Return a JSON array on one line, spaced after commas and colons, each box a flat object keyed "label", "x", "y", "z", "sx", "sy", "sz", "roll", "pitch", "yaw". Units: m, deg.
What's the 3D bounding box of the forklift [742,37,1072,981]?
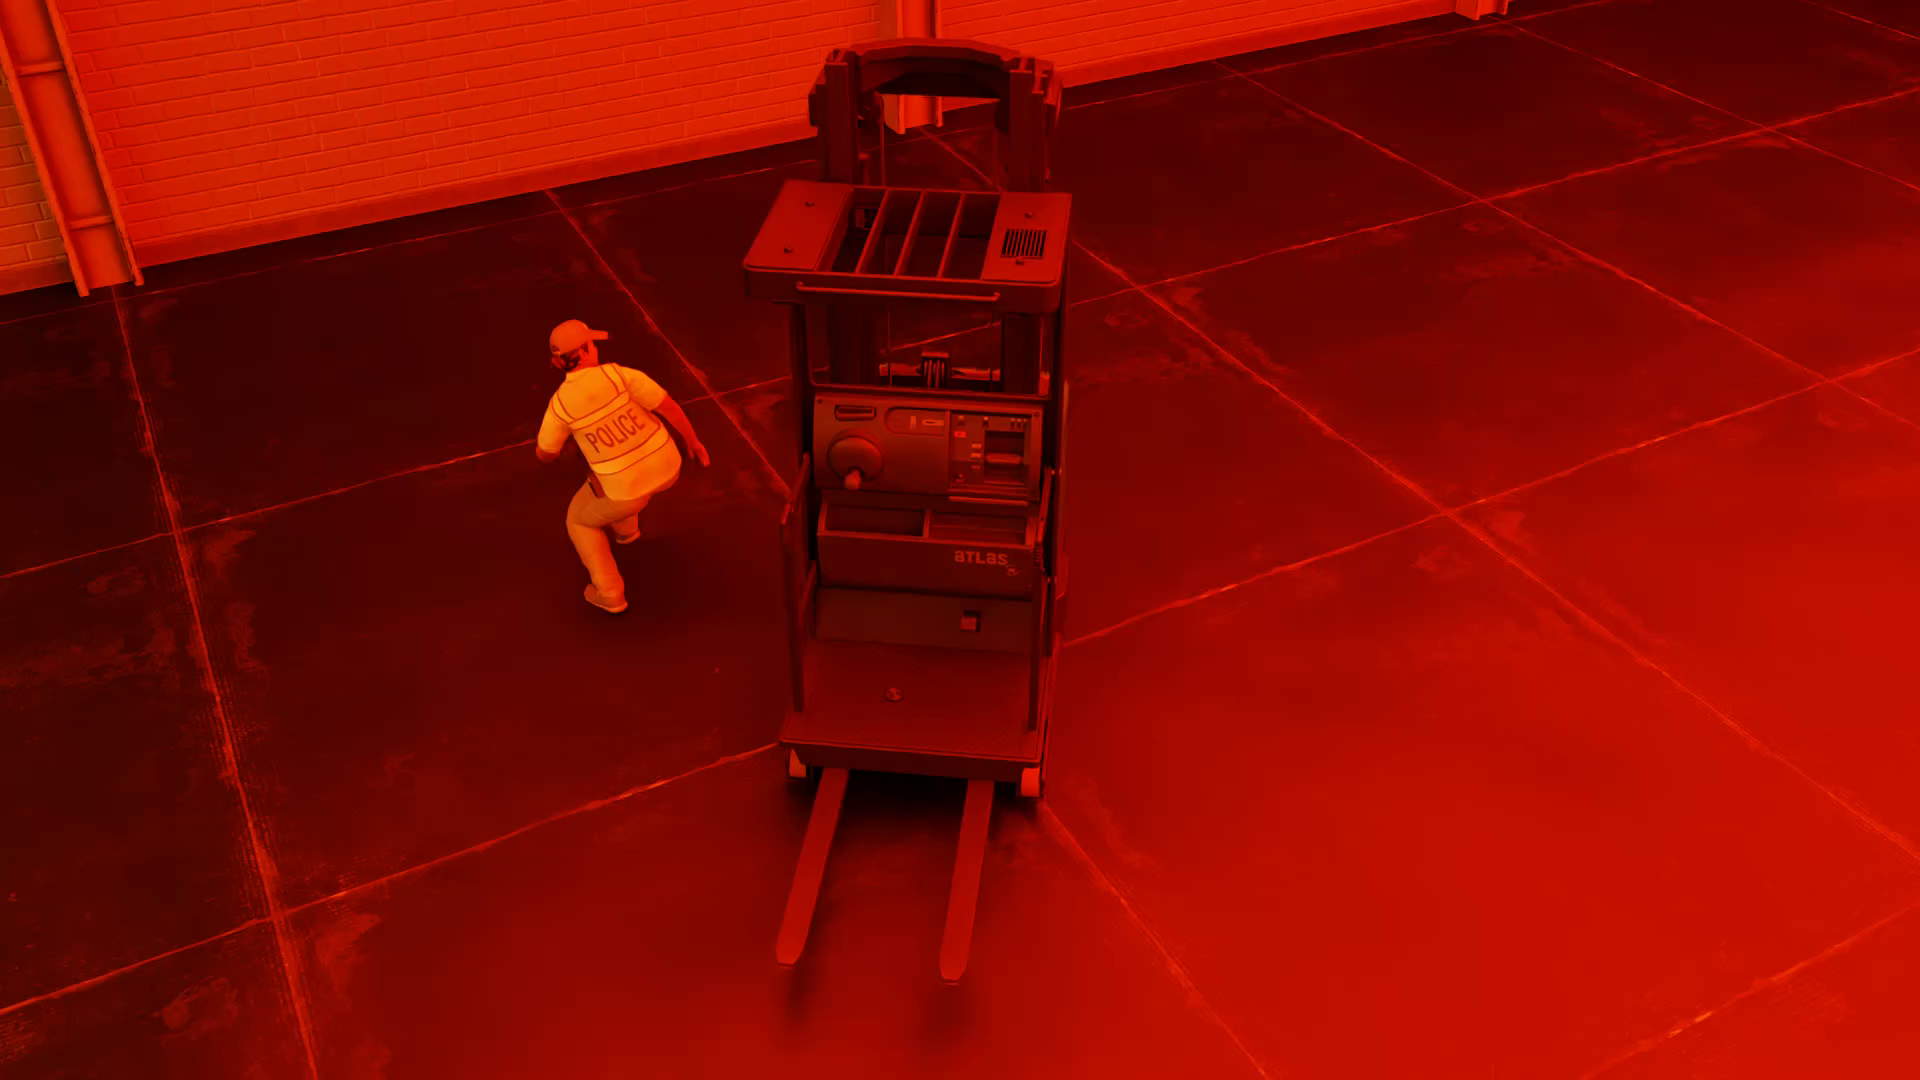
[{"label": "forklift", "x": -0.156, "y": -0.311, "z": 6.562, "sx": 1.130, "sy": 2.935, "sz": 3.031, "roll": 4, "pitch": 35, "yaw": 6}]

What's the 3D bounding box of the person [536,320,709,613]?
[{"label": "person", "x": -1.665, "y": -0.407, "z": 8.006, "sx": 0.708, "sy": 1.463, "sz": 0.718, "roll": -25, "pitch": 42, "yaw": -31}]
